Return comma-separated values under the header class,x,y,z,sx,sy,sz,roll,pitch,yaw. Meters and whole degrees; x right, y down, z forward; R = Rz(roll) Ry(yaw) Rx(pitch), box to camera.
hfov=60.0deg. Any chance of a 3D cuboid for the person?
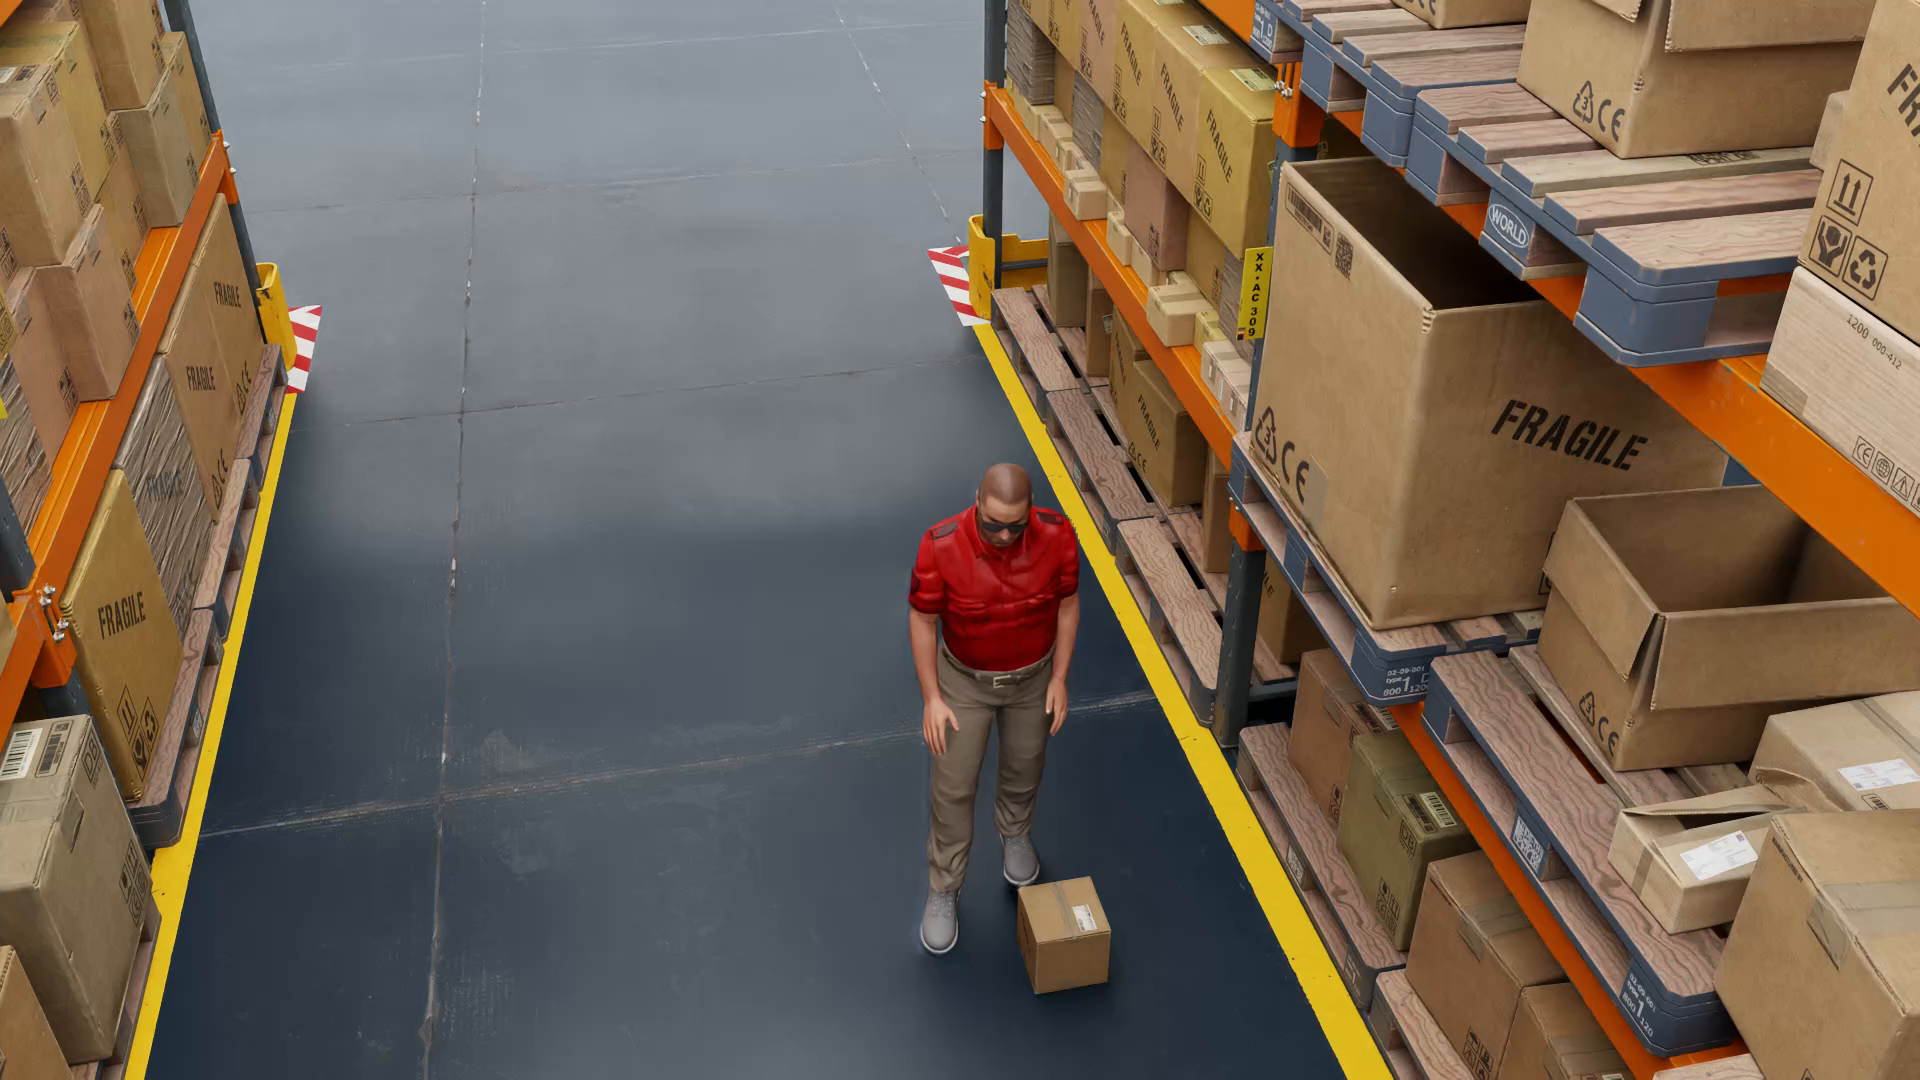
class,x,y,z,sx,sy,sz,roll,pitch,yaw
person,0.114,0.509,5.392,0.577,1.736,0.562,-6,35,-9
